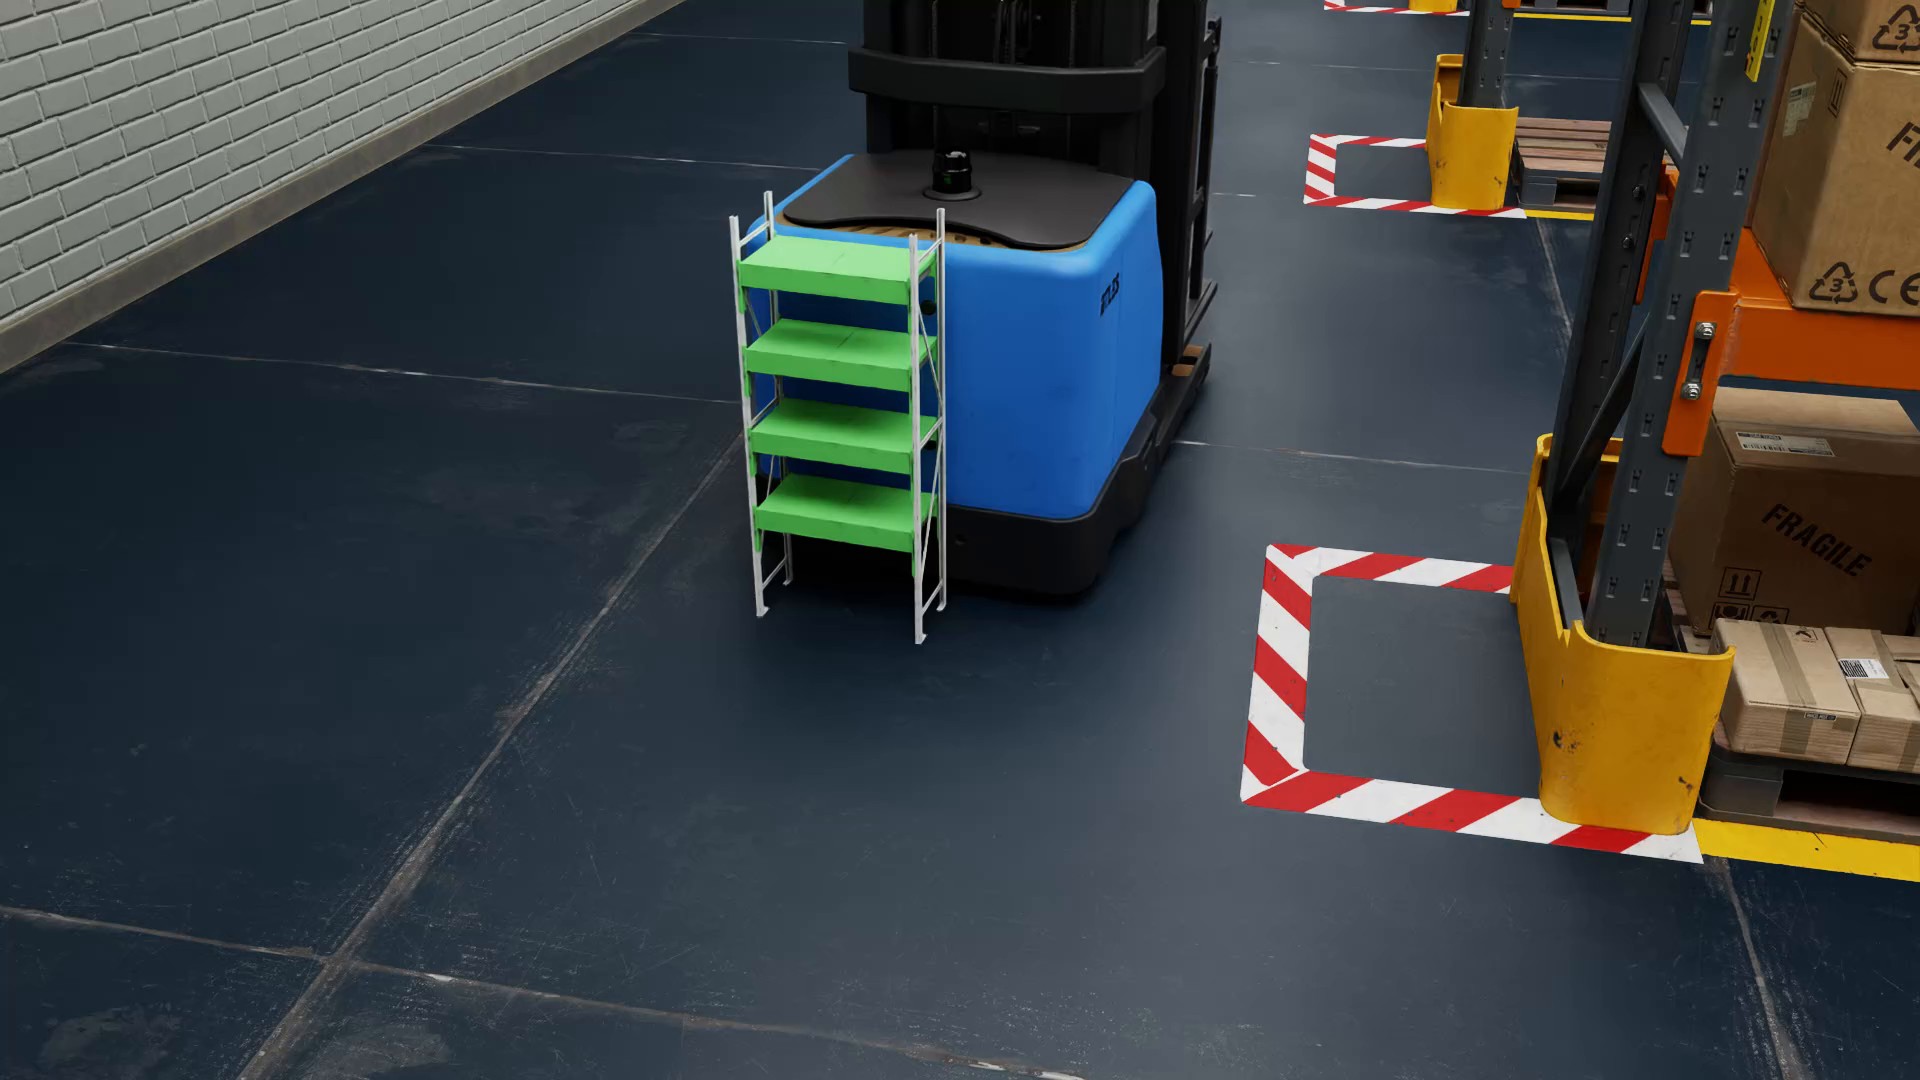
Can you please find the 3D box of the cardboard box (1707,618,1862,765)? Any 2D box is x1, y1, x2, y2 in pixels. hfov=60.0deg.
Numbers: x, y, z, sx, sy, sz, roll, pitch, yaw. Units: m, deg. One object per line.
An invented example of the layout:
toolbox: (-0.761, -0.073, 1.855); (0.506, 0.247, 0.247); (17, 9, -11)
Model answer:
cardboard box: (1.963, 0.356, 3.986); (0.250, 0.149, 0.380); (6, 29, 11)

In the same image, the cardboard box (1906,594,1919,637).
cardboard box: (2.585, 0.167, 4.314); (0.250, 0.166, 0.380); (6, 29, 11)

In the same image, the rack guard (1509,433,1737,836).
rack guard: (1.699, 0.200, 4.365); (0.348, 0.500, 1.175); (6, 29, 11)

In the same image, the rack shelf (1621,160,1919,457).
rack shelf: (3.581, -0.388, 3.585); (4.000, 0.370, 1.077); (6, 29, 11)

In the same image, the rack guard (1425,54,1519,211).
rack guard: (2.637, -2.130, 8.620); (0.348, 0.500, 1.175); (6, 29, 11)

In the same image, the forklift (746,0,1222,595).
forklift: (0.318, -1.819, 5.521); (1.130, 2.935, 3.031); (9, 30, 15)

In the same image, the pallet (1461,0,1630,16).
pallet: (4.496, -4.290, 12.866); (1.213, 0.211, 1.003); (6, 29, 11)

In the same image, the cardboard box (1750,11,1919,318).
cardboard box: (2.004, -0.780, 3.447); (0.500, 0.500, 0.500); (6, 29, 12)

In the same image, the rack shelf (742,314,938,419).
rack shelf: (-0.316, -0.473, 4.498); (0.480, 0.148, 0.258); (9, 30, 15)

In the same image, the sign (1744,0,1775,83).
sign: (1.512, -1.029, 3.105); (0.005, 0.325, 0.100); (6, 29, 11)

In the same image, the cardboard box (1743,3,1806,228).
cardboard box: (2.120, -1.031, 3.906); (0.500, 0.500, 0.500); (7, 29, 12)

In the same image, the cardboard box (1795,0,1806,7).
cardboard box: (2.118, -1.471, 3.669); (0.500, 0.500, 0.500); (6, 29, 10)

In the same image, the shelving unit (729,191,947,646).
shelving unit: (-0.315, -0.319, 4.583); (0.503, 1.200, 0.258); (9, 30, 15)

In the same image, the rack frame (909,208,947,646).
rack frame: (-0.083, -0.283, 4.518); (0.015, 1.200, 0.240); (9, 30, 15)

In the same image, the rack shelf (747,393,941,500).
rack shelf: (-0.315, -0.263, 4.614); (0.480, 0.148, 0.258); (9, 30, 15)

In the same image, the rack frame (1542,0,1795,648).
rack frame: (1.625, -0.904, 3.779); (0.127, 3.000, 1.000); (6, 29, 11)

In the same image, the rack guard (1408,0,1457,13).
rack guard: (3.674, -4.462, 12.880); (0.348, 0.500, 1.175); (6, 29, 11)

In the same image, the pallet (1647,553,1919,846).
pallet: (2.479, 0.406, 4.289); (1.213, 0.211, 1.003); (6, 29, 11)

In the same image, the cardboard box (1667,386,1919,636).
cardboard box: (2.208, -0.062, 4.385); (0.500, 0.500, 0.500); (6, 29, 11)

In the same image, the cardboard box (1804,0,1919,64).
cardboard box: (2.004, -1.219, 3.207); (0.500, 0.500, 0.500); (7, 29, 12)

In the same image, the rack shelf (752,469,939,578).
rack shelf: (-0.315, -0.052, 4.729); (0.480, 0.148, 0.258); (9, 30, 15)

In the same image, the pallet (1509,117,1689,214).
pallet: (3.461, -1.906, 8.512); (1.213, 0.211, 1.003); (6, 29, 11)

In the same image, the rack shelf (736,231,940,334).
rack shelf: (-0.316, -0.684, 4.383); (0.480, 0.148, 0.258); (9, 30, 15)

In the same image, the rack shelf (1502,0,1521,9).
rack shelf: (4.619, -2.714, 7.833); (4.000, 0.370, 1.077); (6, 29, 11)

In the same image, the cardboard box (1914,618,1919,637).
cardboard box: (2.586, 0.346, 3.899); (0.500, 0.250, 0.500); (6, 29, 11)

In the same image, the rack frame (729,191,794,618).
rack frame: (-0.548, -0.355, 4.648); (0.015, 1.200, 0.240); (9, 30, 15)

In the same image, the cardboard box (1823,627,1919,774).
cardboard box: (2.207, 0.374, 3.936); (0.250, 0.166, 0.380); (6, 29, 11)

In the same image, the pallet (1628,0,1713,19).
pallet: (5.685, -4.166, 12.641); (1.213, 0.211, 1.003); (6, 29, 11)

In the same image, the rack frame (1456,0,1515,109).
rack frame: (2.663, -3.230, 8.027); (0.127, 3.000, 1.000); (6, 29, 11)
